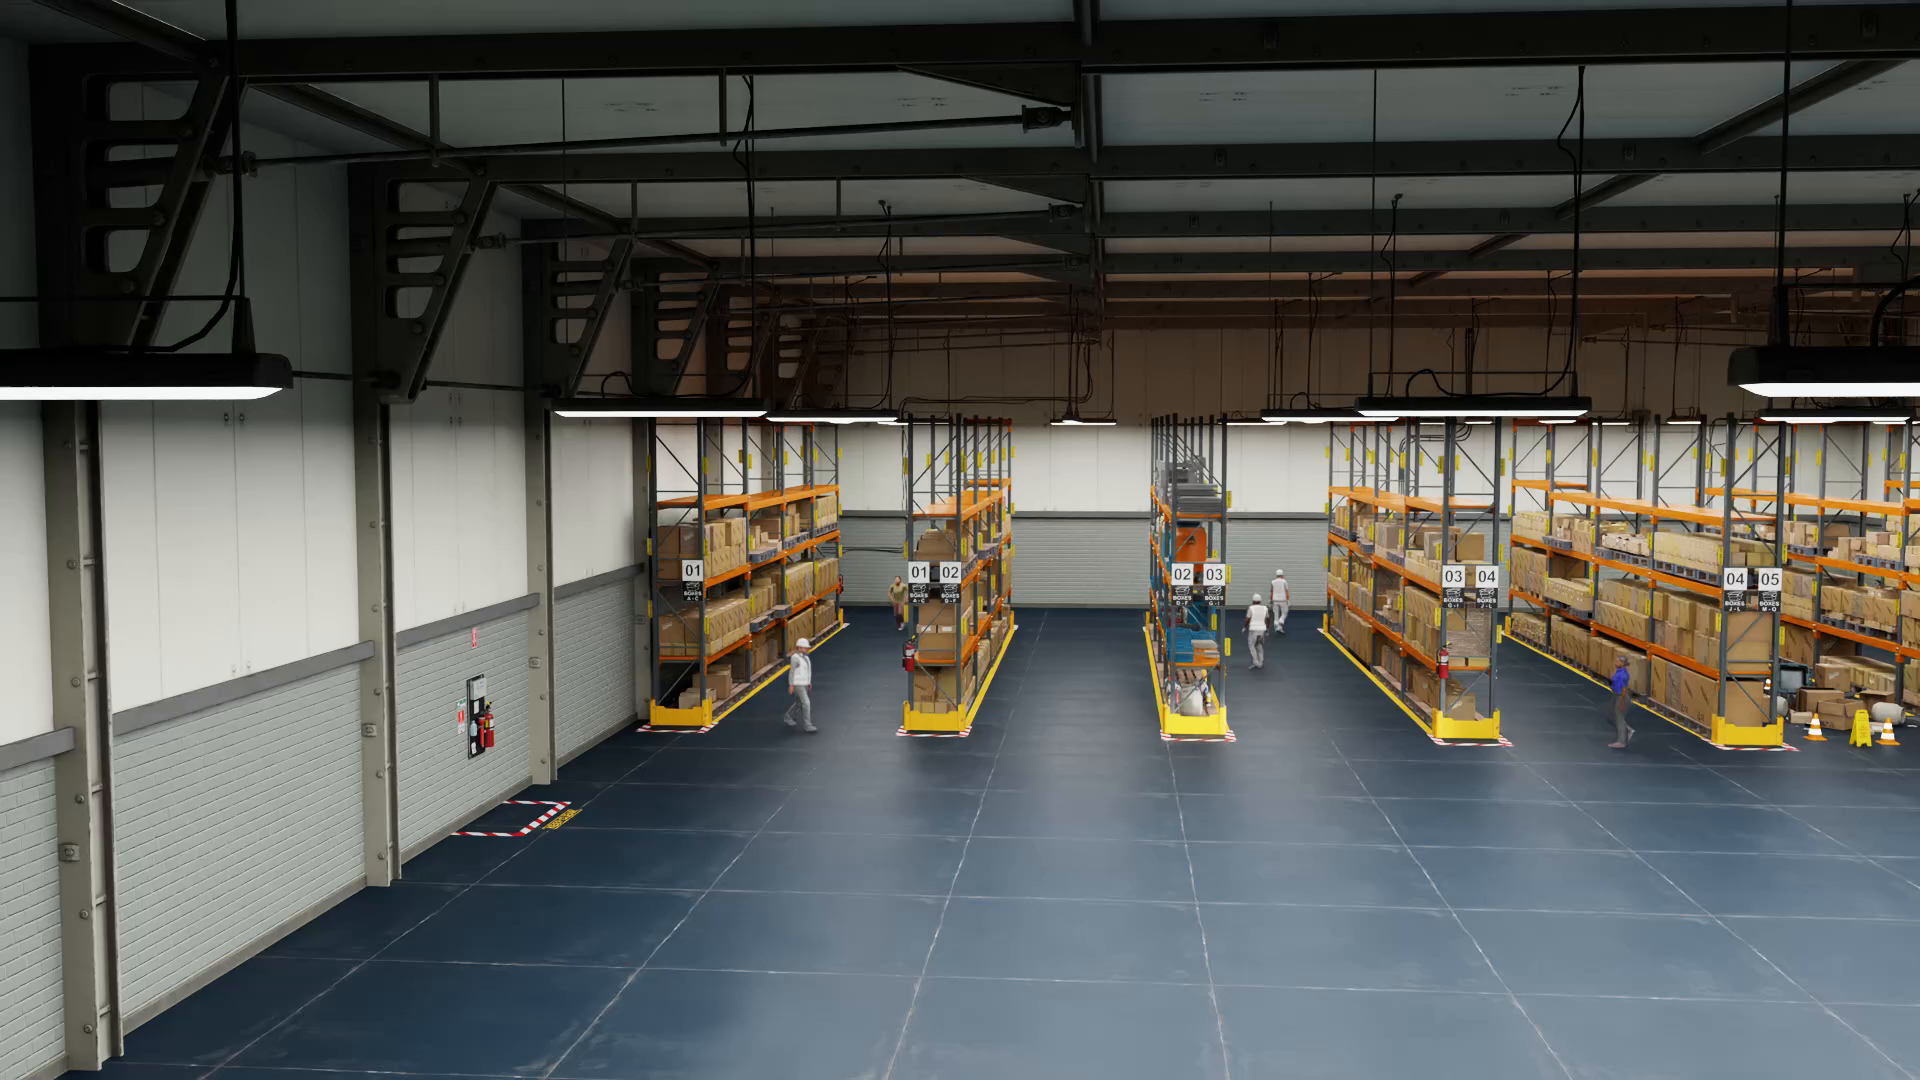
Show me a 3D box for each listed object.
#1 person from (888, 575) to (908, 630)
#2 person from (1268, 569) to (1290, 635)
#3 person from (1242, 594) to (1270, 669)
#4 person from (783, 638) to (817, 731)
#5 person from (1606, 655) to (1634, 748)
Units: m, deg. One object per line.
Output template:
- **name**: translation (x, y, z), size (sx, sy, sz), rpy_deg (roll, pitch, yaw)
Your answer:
- **person**: translation (-1.715, 1.774, 47.019), size (0.590, 1.581, 0.689), rpy_deg (1, 4, 14)
- **person**: translation (8.877, 1.721, 46.254), size (0.621, 1.806, 0.447), rpy_deg (2, 4, 31)
- **person**: translation (7.122, 2.182, 39.679), size (0.650, 1.764, 0.640), rpy_deg (-1, 4, -20)
- **person**: translation (-3.035, 2.734, 31.613), size (0.884, 1.743, 0.541), rpy_deg (1, 4, 20)
- **person**: translation (11.855, 2.885, 29.732), size (0.502, 1.632, 0.455), rpy_deg (0, 4, 0)
